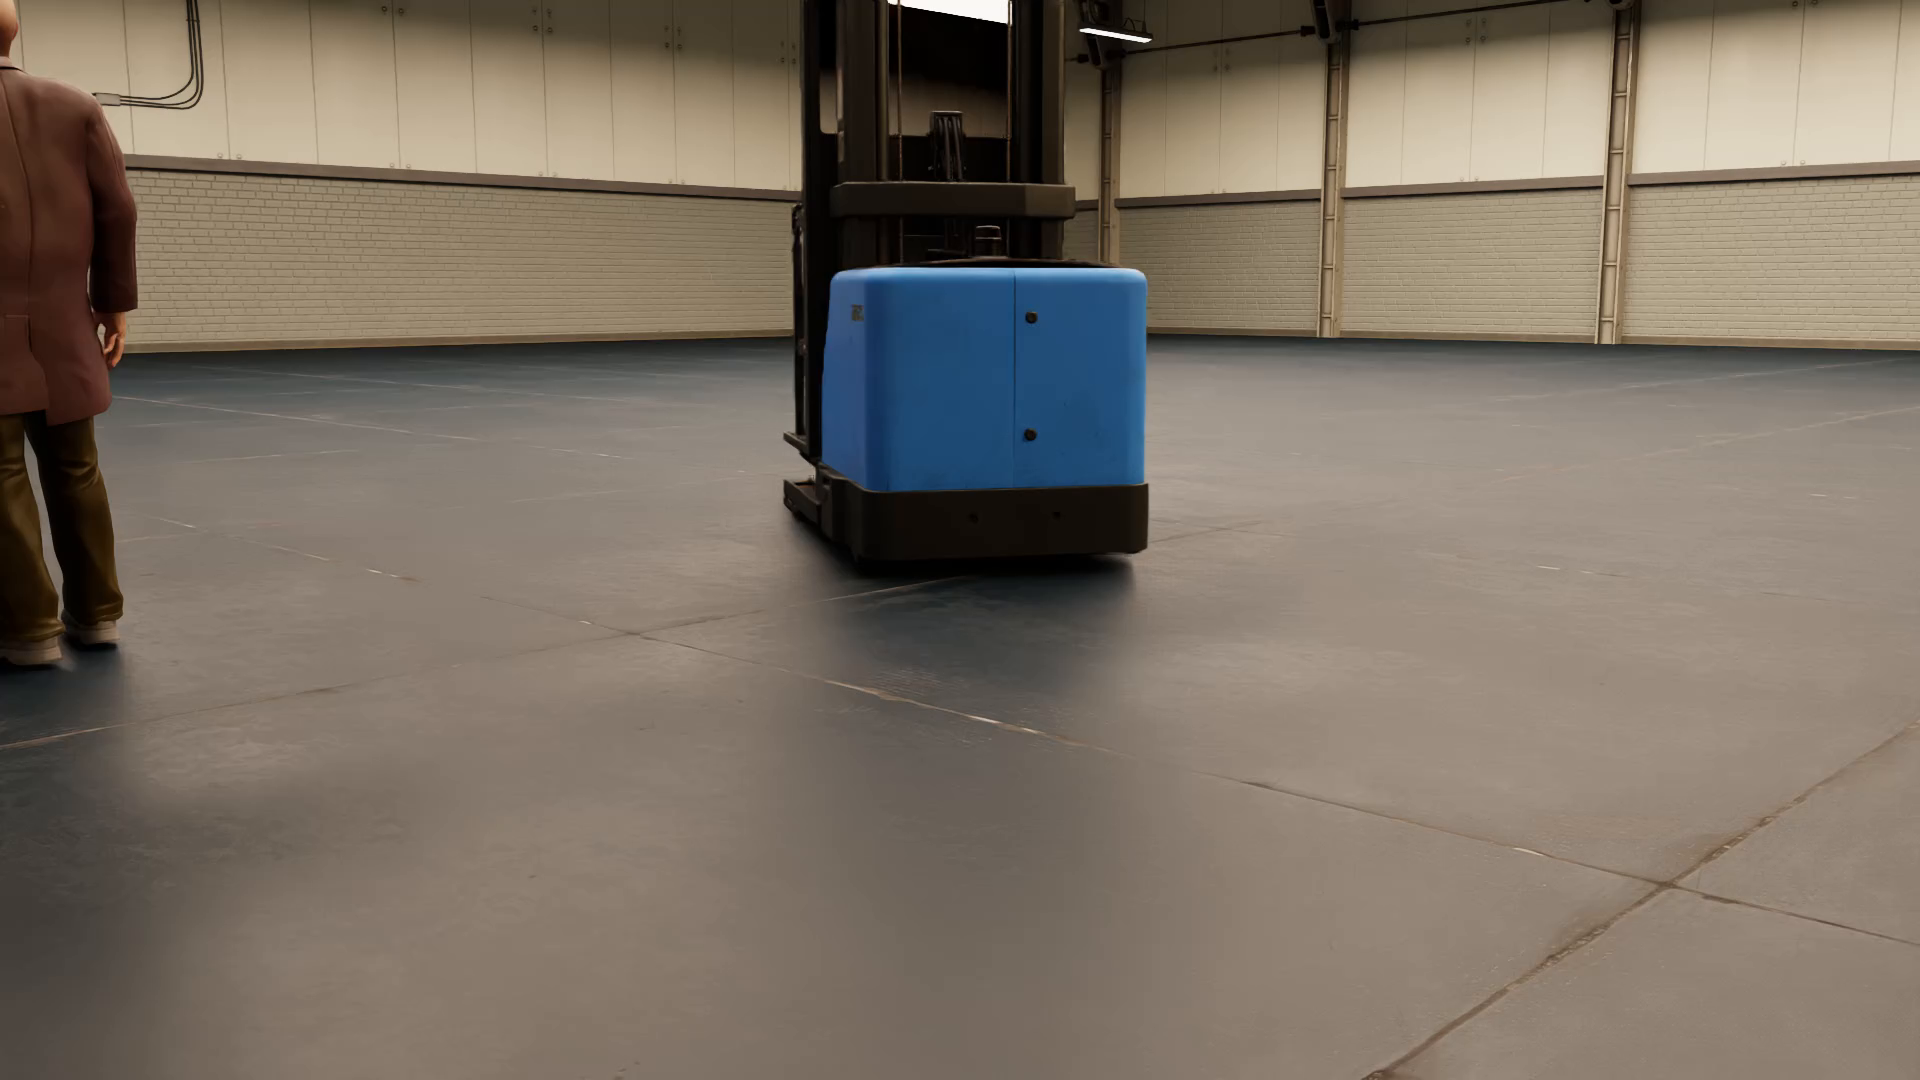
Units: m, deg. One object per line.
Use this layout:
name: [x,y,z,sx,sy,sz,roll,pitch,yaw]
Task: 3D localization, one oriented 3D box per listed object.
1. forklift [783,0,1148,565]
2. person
forklift: [-0.168,-1.539,7.097,1.130,2.935,3.031,-2,9,-14]
person: [-2.573,-0.560,4.418,0.583,1.777,0.696,7,11,38]
